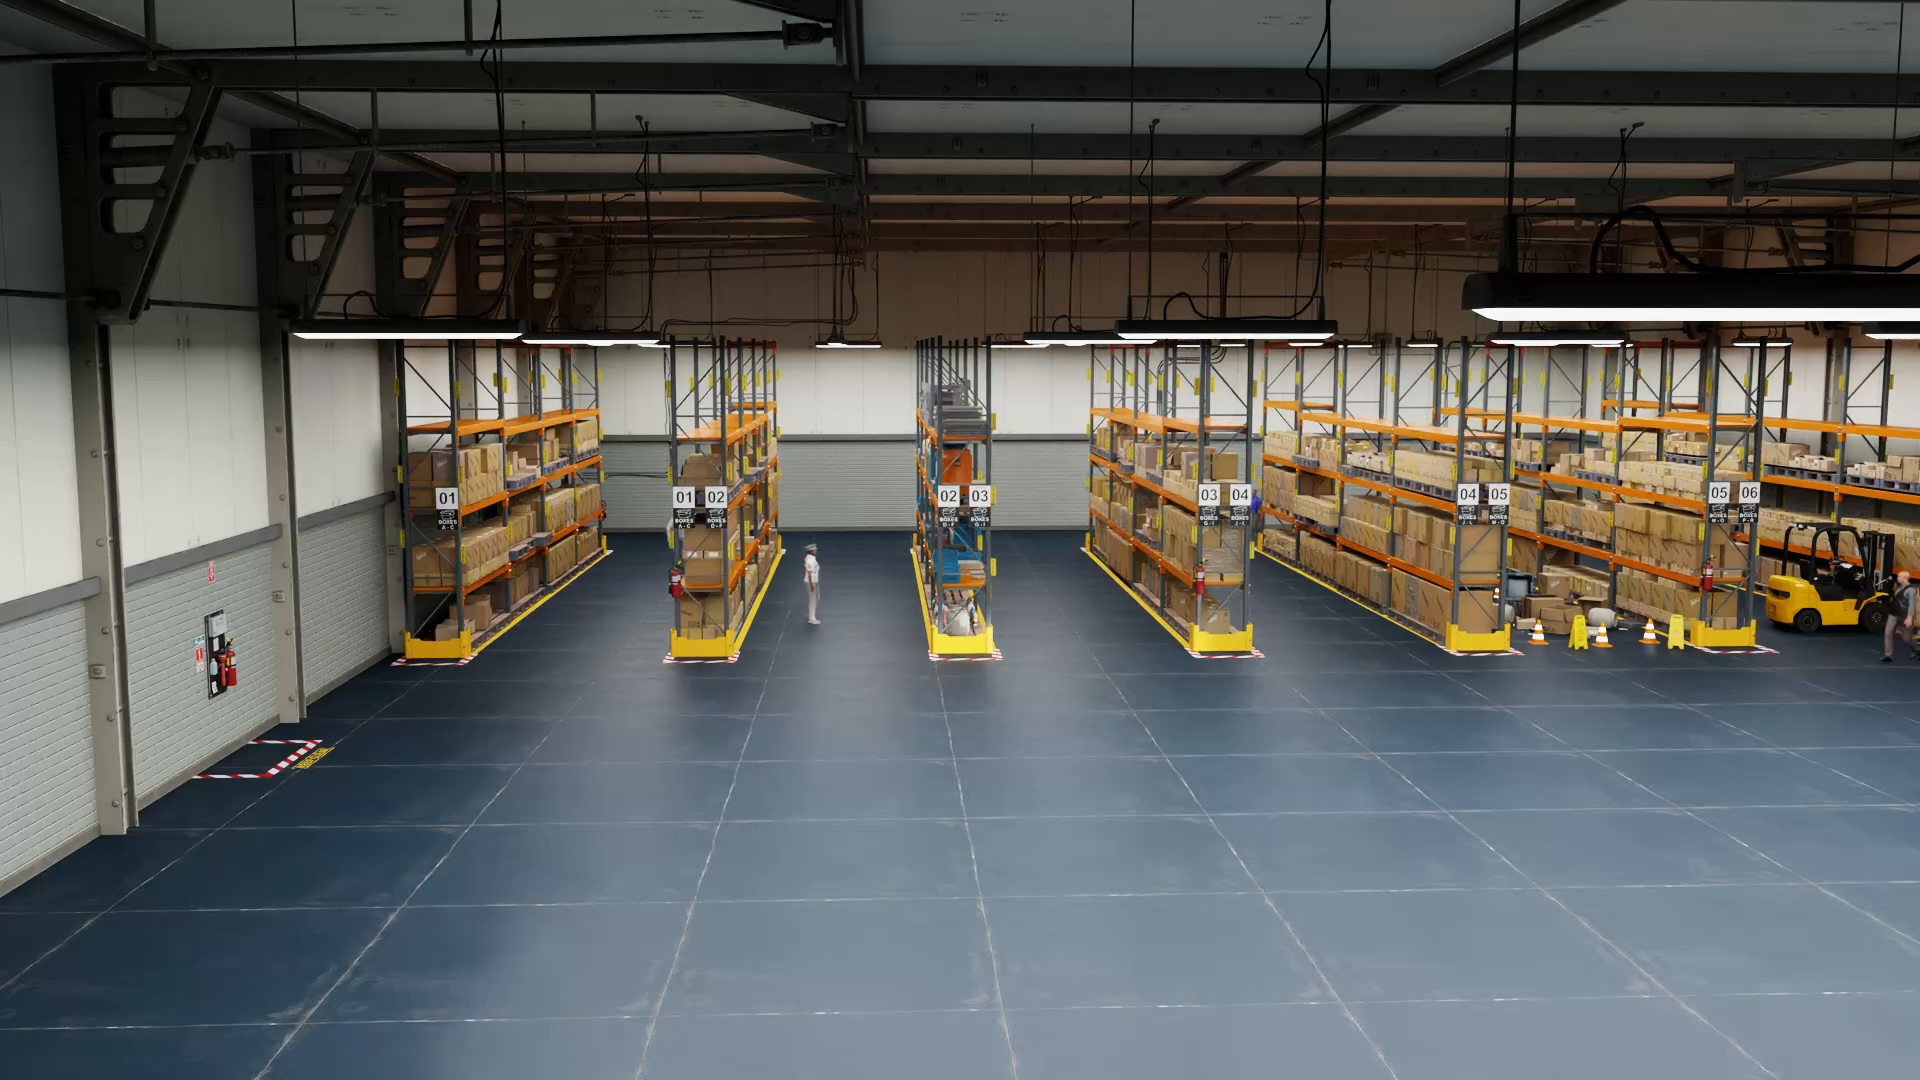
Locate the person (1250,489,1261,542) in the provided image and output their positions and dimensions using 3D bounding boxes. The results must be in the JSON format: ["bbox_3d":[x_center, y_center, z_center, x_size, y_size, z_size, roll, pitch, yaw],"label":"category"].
[{"bbox_3d":[8.723,-0.693,49.261,0.524,1.627,0.491,-5,8,-38],"label":"person"}]

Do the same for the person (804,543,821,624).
[{"bbox_3d":[-3.132,0.925,35.123,0.421,1.718,0.540,0,6,3],"label":"person"}]

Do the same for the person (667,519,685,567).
[{"bbox_3d":[-7.366,-0.019,43.581,0.600,1.683,0.908,0,6,-2],"label":"person"}]

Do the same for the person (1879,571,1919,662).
[{"bbox_3d":[17.384,1.411,30.617,0.898,1.685,0.522,-4,8,-33],"label":"person"}]
